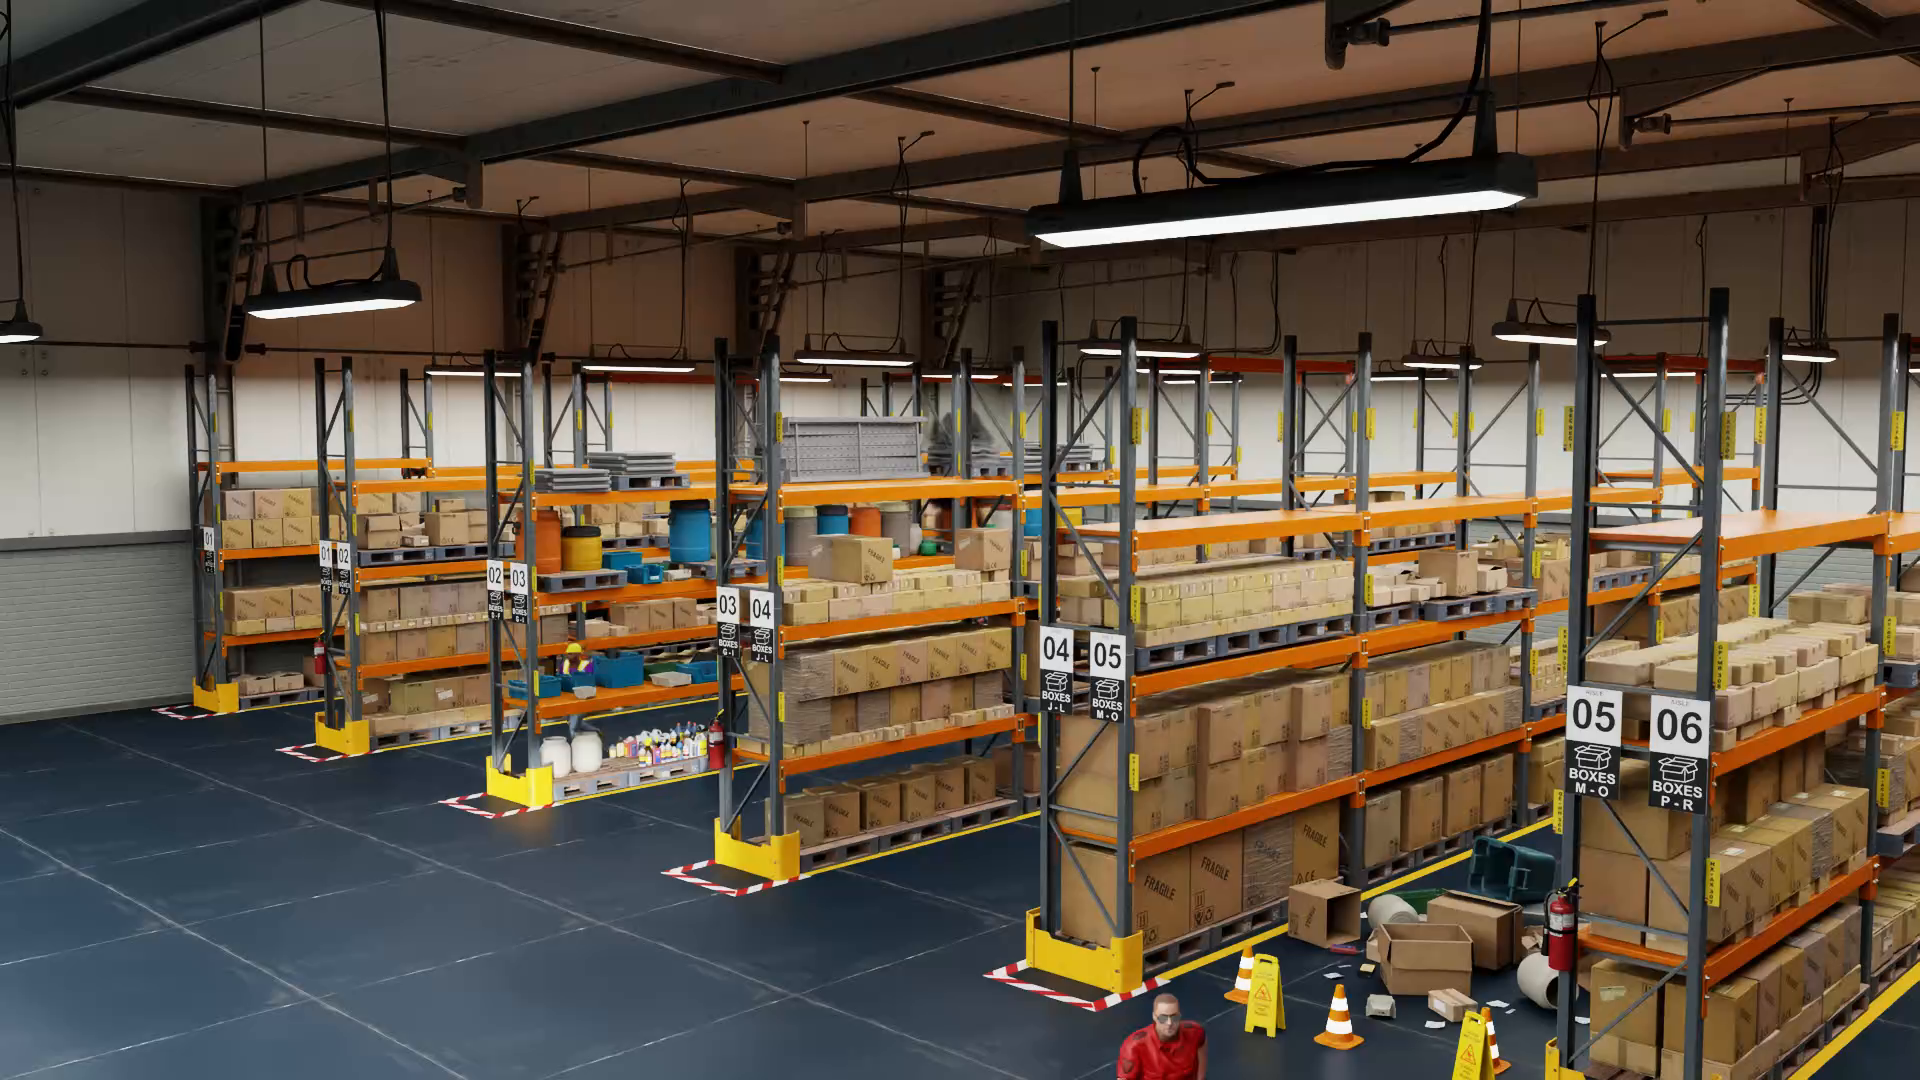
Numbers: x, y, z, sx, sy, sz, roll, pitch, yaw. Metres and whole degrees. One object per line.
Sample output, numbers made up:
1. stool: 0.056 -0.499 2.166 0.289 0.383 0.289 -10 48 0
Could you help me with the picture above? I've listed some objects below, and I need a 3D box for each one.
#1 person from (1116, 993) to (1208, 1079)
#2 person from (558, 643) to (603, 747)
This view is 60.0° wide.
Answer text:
1. person: 1.268 3.566 10.231 0.670 1.678 0.967 0 4 -6
2. person: -5.674 2.395 25.008 0.698 1.738 0.735 3 5 30
